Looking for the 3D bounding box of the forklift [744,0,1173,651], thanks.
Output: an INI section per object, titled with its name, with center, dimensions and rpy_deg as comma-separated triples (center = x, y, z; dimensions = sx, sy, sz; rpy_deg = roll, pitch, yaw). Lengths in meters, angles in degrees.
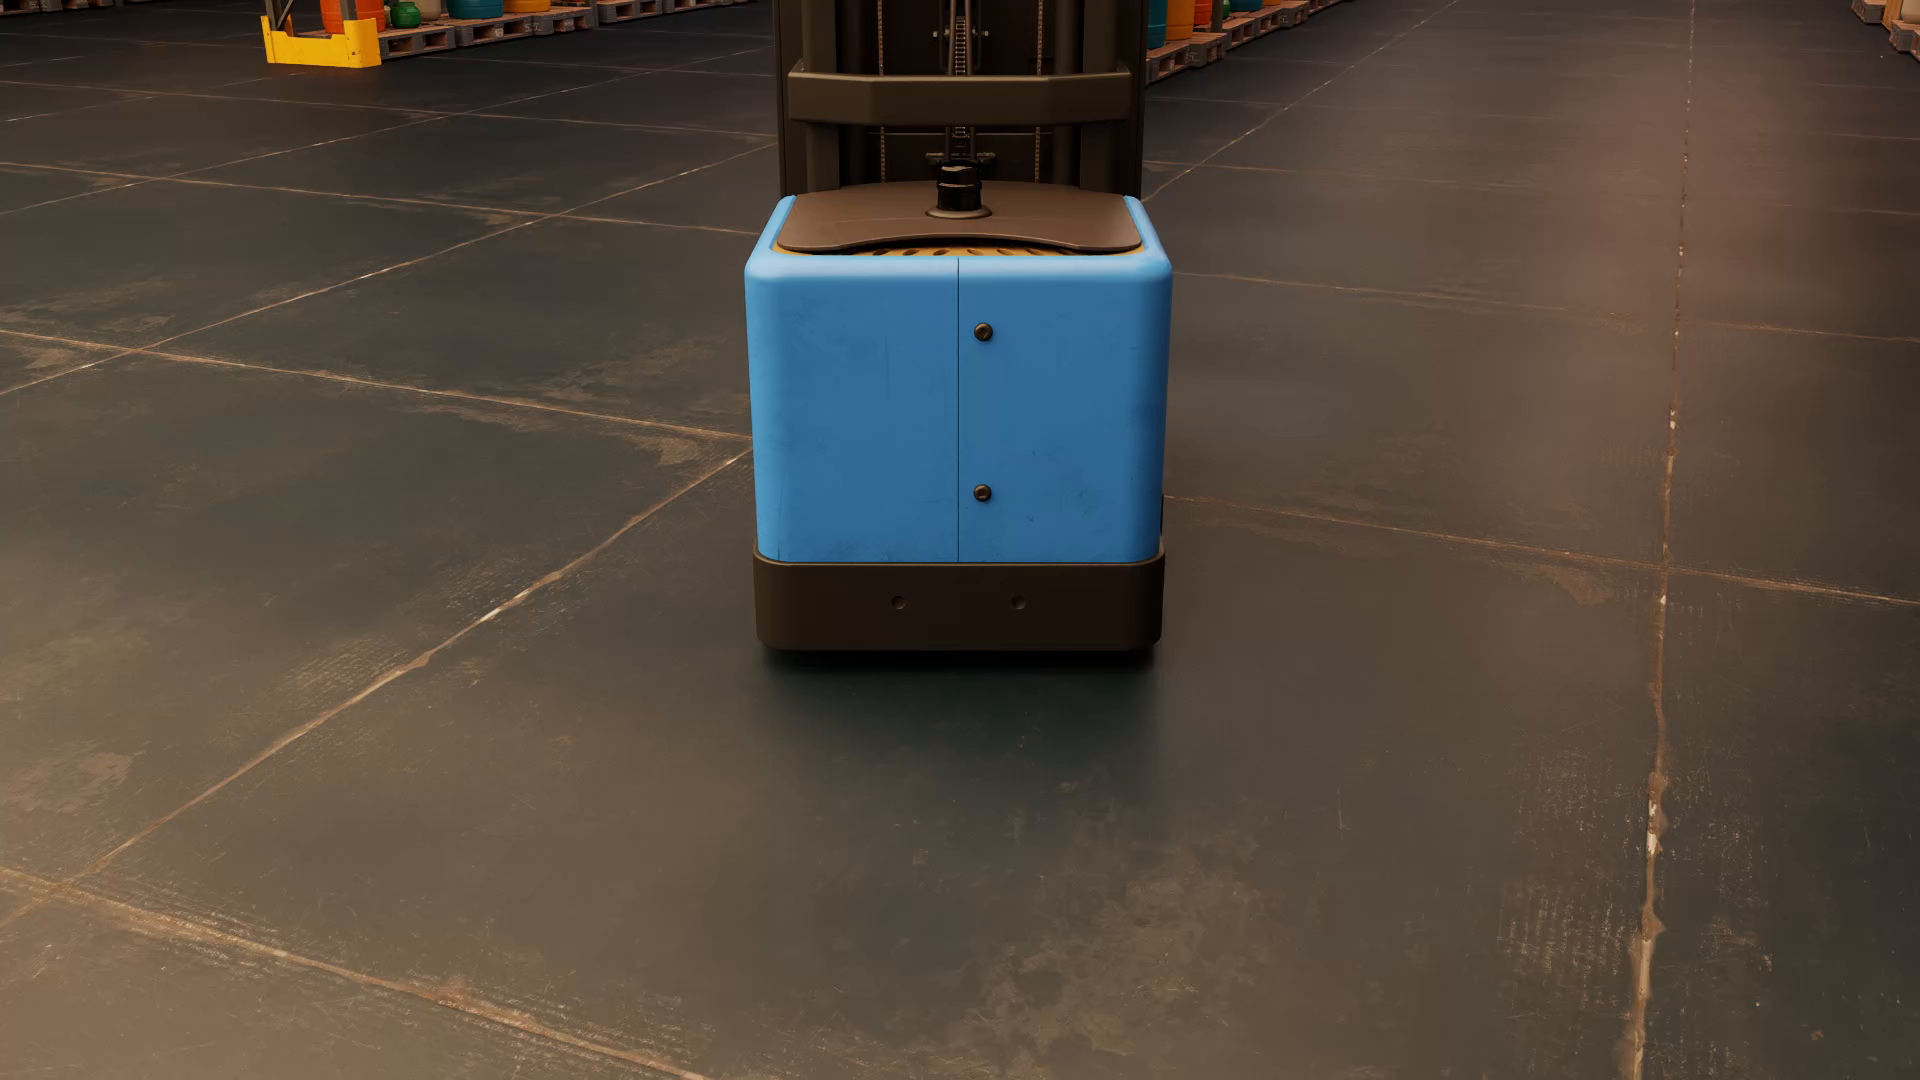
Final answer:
[forklift]
center = 0.002, -1.587, 5.089
dimensions = 1.130, 2.935, 3.031
rpy_deg = 0, 23, 0
